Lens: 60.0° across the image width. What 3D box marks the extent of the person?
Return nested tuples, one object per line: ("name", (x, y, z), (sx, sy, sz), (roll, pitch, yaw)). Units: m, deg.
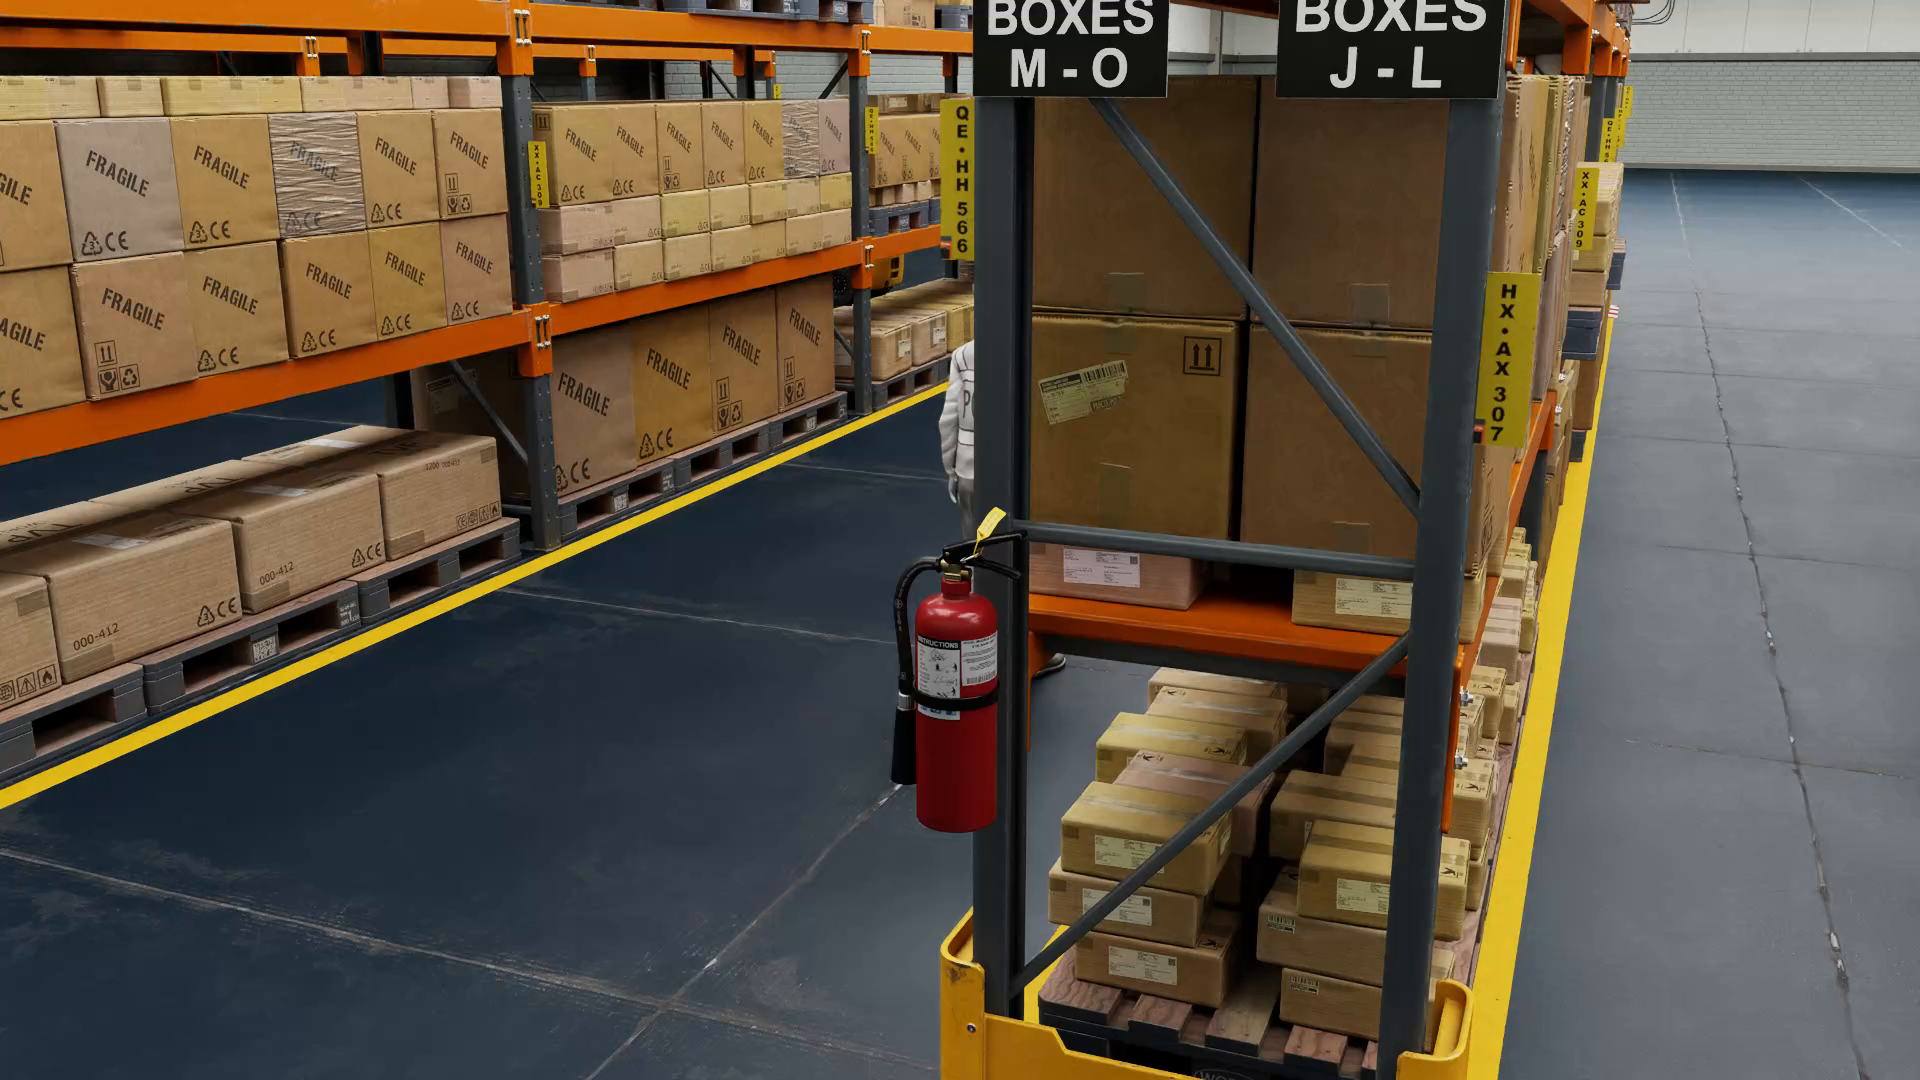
("person", (0.177, -0.253, 6.927), (0.526, 1.663, 0.375), (6, 17, 20))
